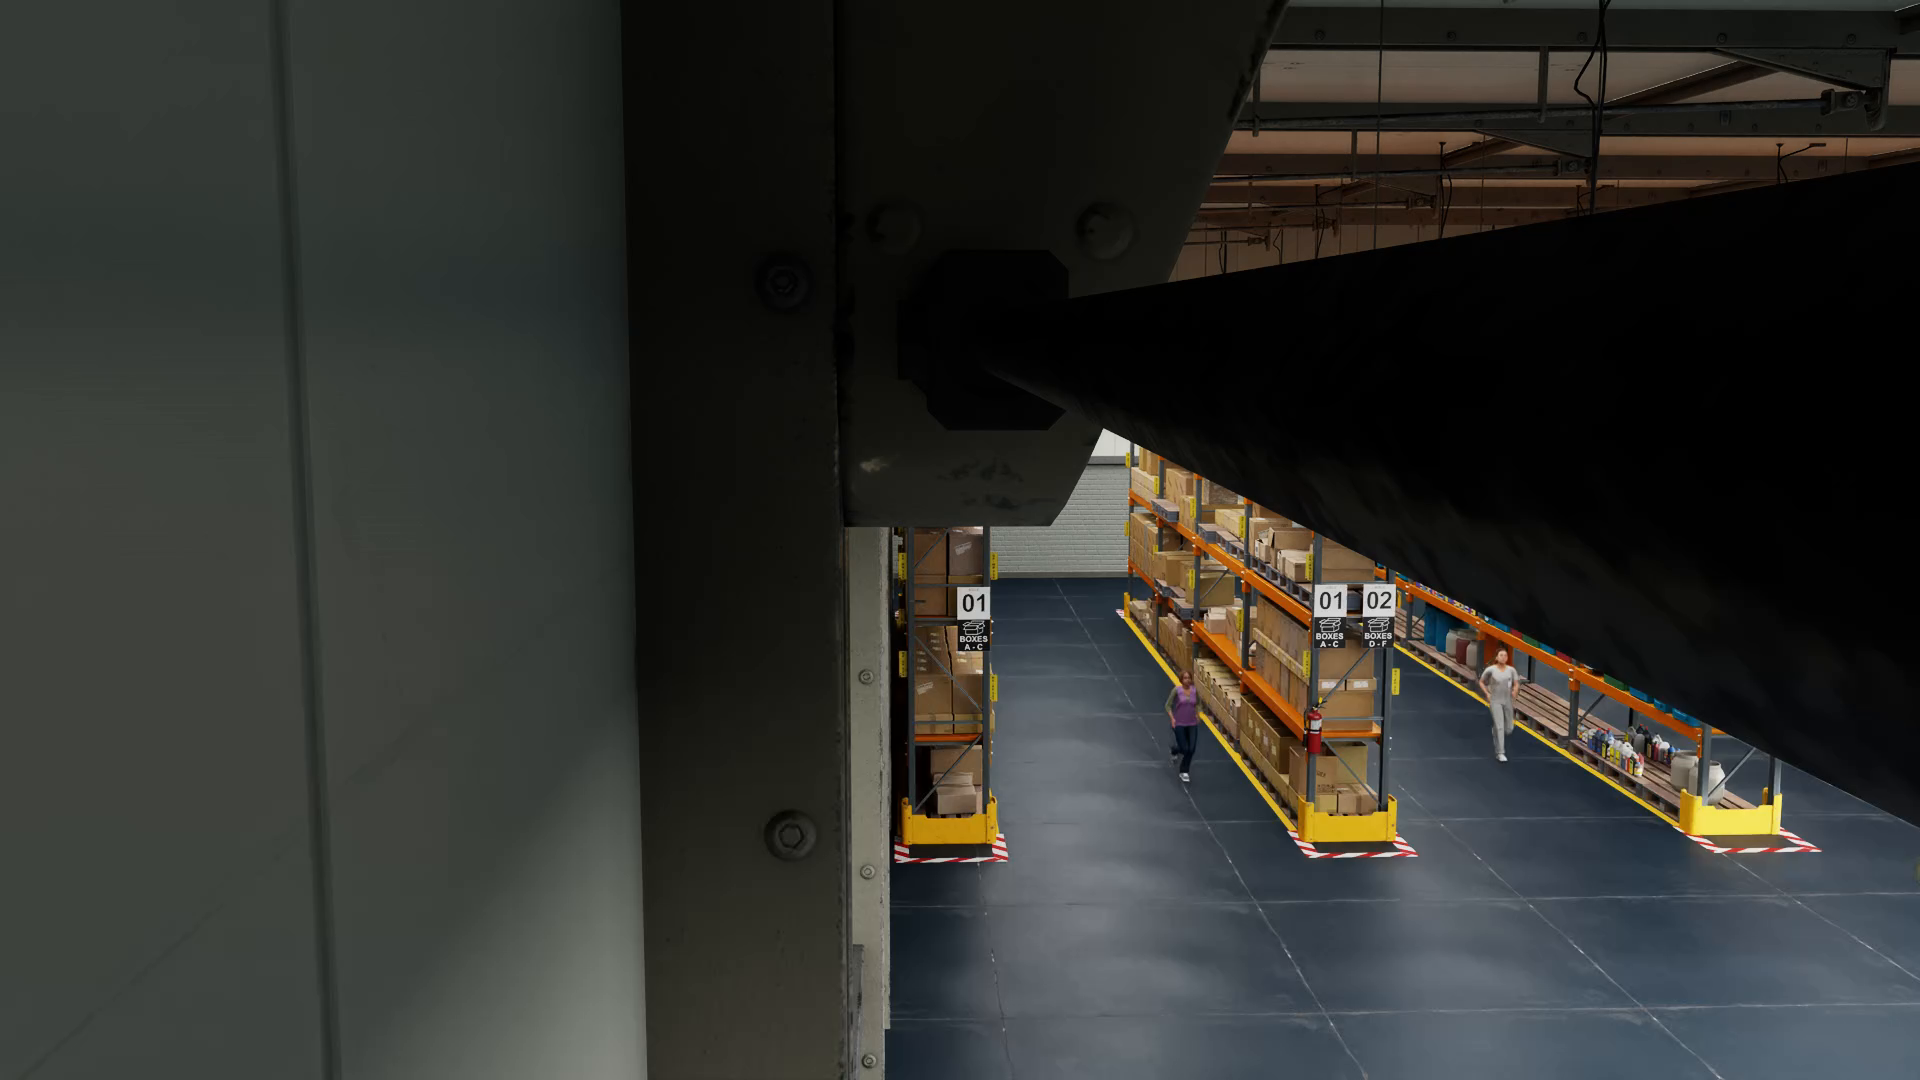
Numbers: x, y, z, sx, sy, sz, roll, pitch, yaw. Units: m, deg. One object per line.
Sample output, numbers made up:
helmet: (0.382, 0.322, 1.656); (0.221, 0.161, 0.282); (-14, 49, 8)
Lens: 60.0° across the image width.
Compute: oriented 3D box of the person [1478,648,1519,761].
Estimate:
person: (7.937, 2.391, 24.498); (0.571, 1.628, 0.752); (0, 7, 1)

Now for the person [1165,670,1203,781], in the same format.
person: (3.150, 2.595, 23.356); (0.538, 1.538, 0.549); (-1, 7, -10)
